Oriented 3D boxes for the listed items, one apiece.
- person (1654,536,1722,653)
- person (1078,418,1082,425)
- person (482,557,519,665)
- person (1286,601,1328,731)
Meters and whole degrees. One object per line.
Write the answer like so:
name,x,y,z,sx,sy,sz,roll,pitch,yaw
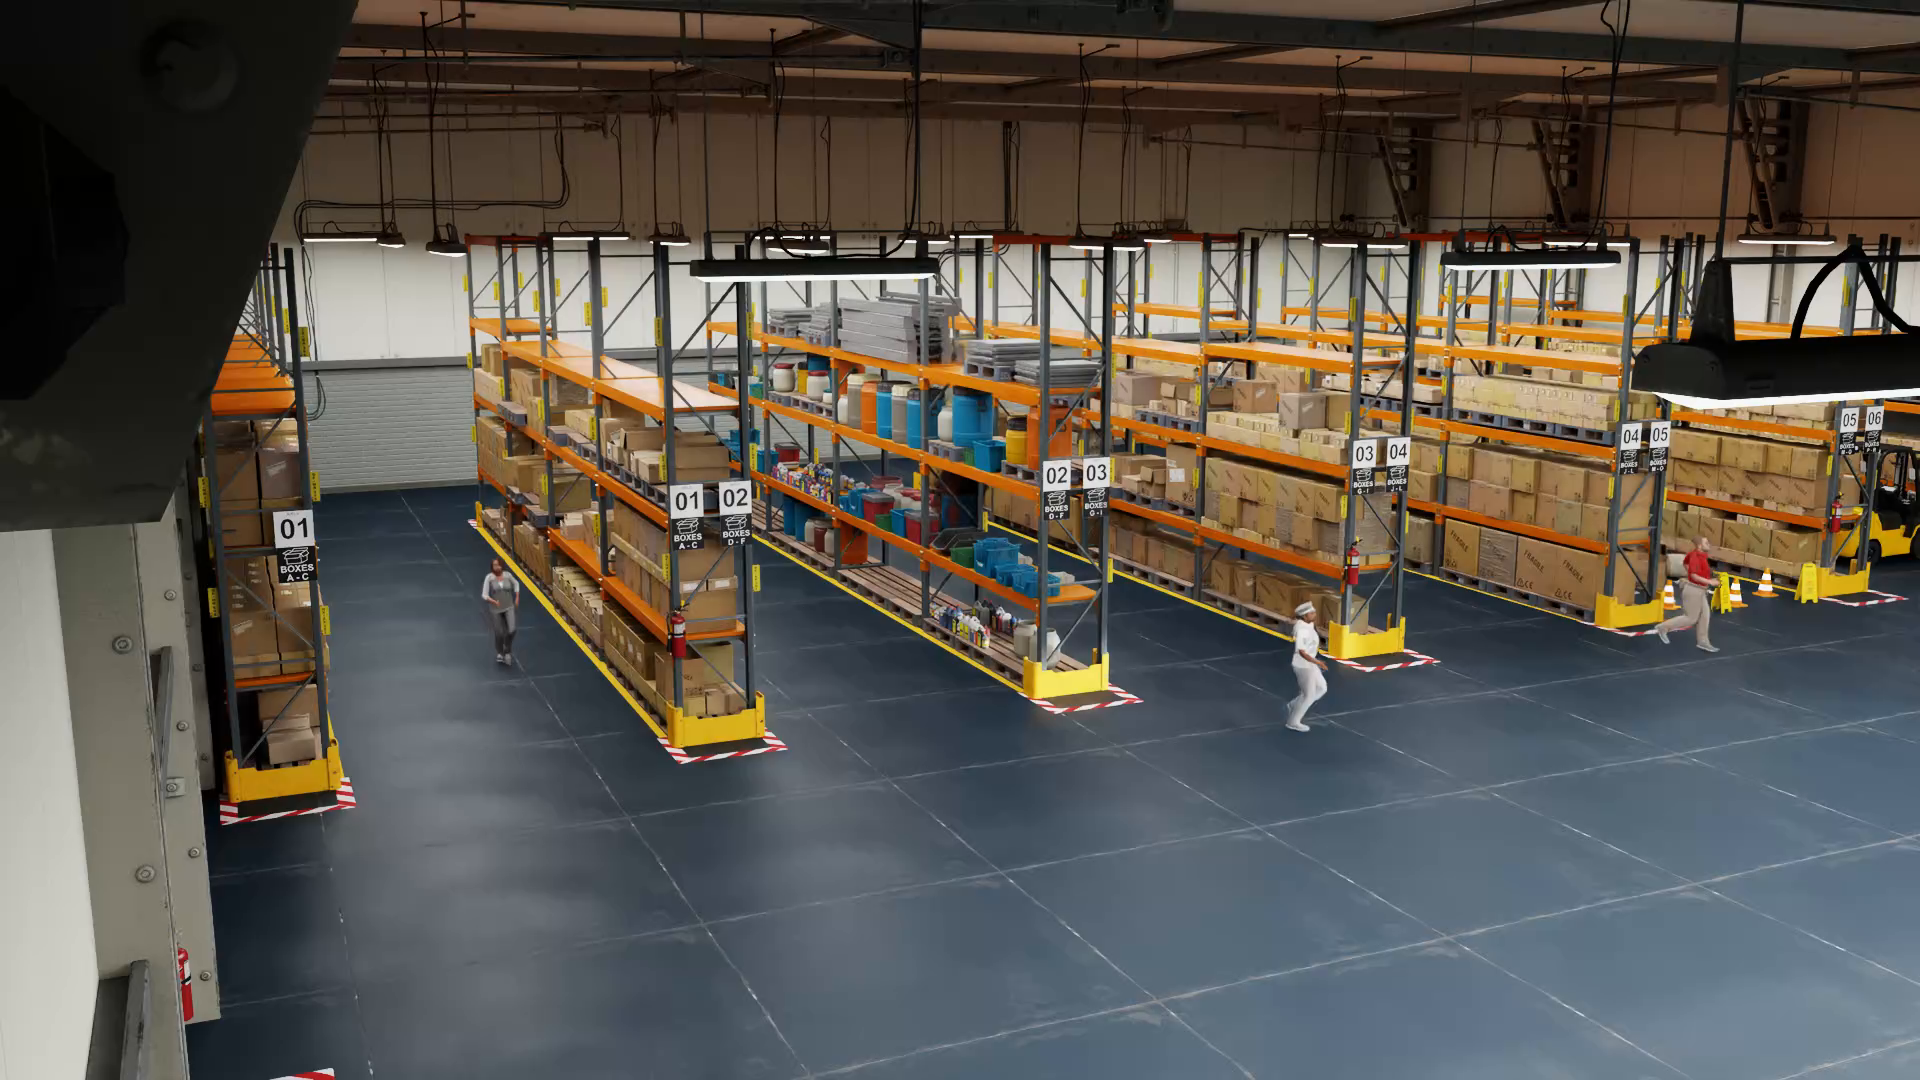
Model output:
person,10.821,0.791,24.617,0.920,1.732,0.672,5,12,23
person,2.824,-2.078,39.460,0.719,1.673,0.660,-3,11,-15
person,-6.535,1.015,23.751,0.546,1.562,0.635,-4,12,-21
person,4.345,1.565,20.740,0.489,1.659,0.587,2,11,12
